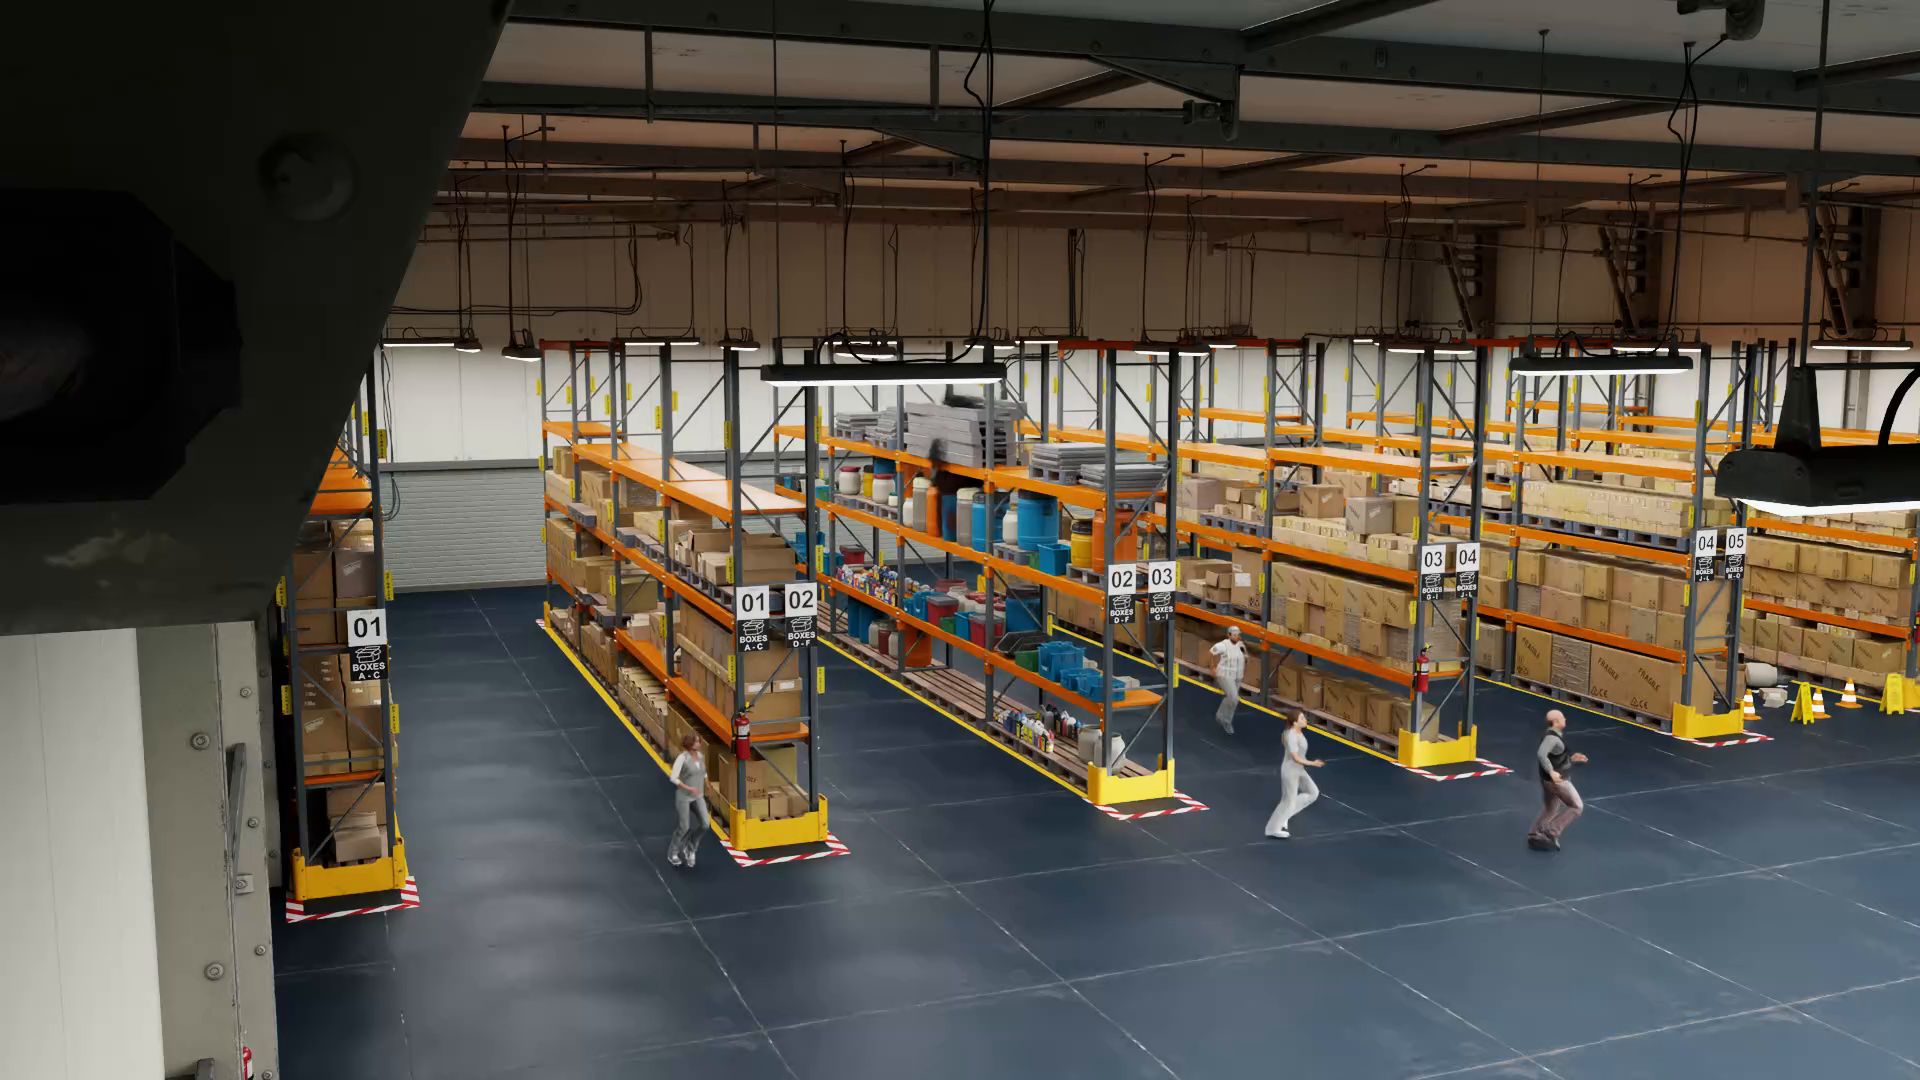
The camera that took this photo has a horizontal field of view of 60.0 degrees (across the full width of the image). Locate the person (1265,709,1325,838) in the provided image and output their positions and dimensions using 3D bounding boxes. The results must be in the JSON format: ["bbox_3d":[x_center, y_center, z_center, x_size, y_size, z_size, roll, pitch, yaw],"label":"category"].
[{"bbox_3d":[4.137,2.866,20.473,0.711,1.622,0.591,3,8,19],"label":"person"}]

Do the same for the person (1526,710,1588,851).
[{"bbox_3d":[7.203,2.888,20.008,0.665,1.700,0.639,1,8,8],"label":"person"}]

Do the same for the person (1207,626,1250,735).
[{"bbox_3d":[4.207,2.167,25.836,0.570,1.705,0.796,-5,9,-31],"label":"person"}]

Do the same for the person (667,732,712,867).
[{"bbox_3d":[-3.130,3.030,19.473,0.564,1.569,0.614,7,10,42],"label":"person"}]
